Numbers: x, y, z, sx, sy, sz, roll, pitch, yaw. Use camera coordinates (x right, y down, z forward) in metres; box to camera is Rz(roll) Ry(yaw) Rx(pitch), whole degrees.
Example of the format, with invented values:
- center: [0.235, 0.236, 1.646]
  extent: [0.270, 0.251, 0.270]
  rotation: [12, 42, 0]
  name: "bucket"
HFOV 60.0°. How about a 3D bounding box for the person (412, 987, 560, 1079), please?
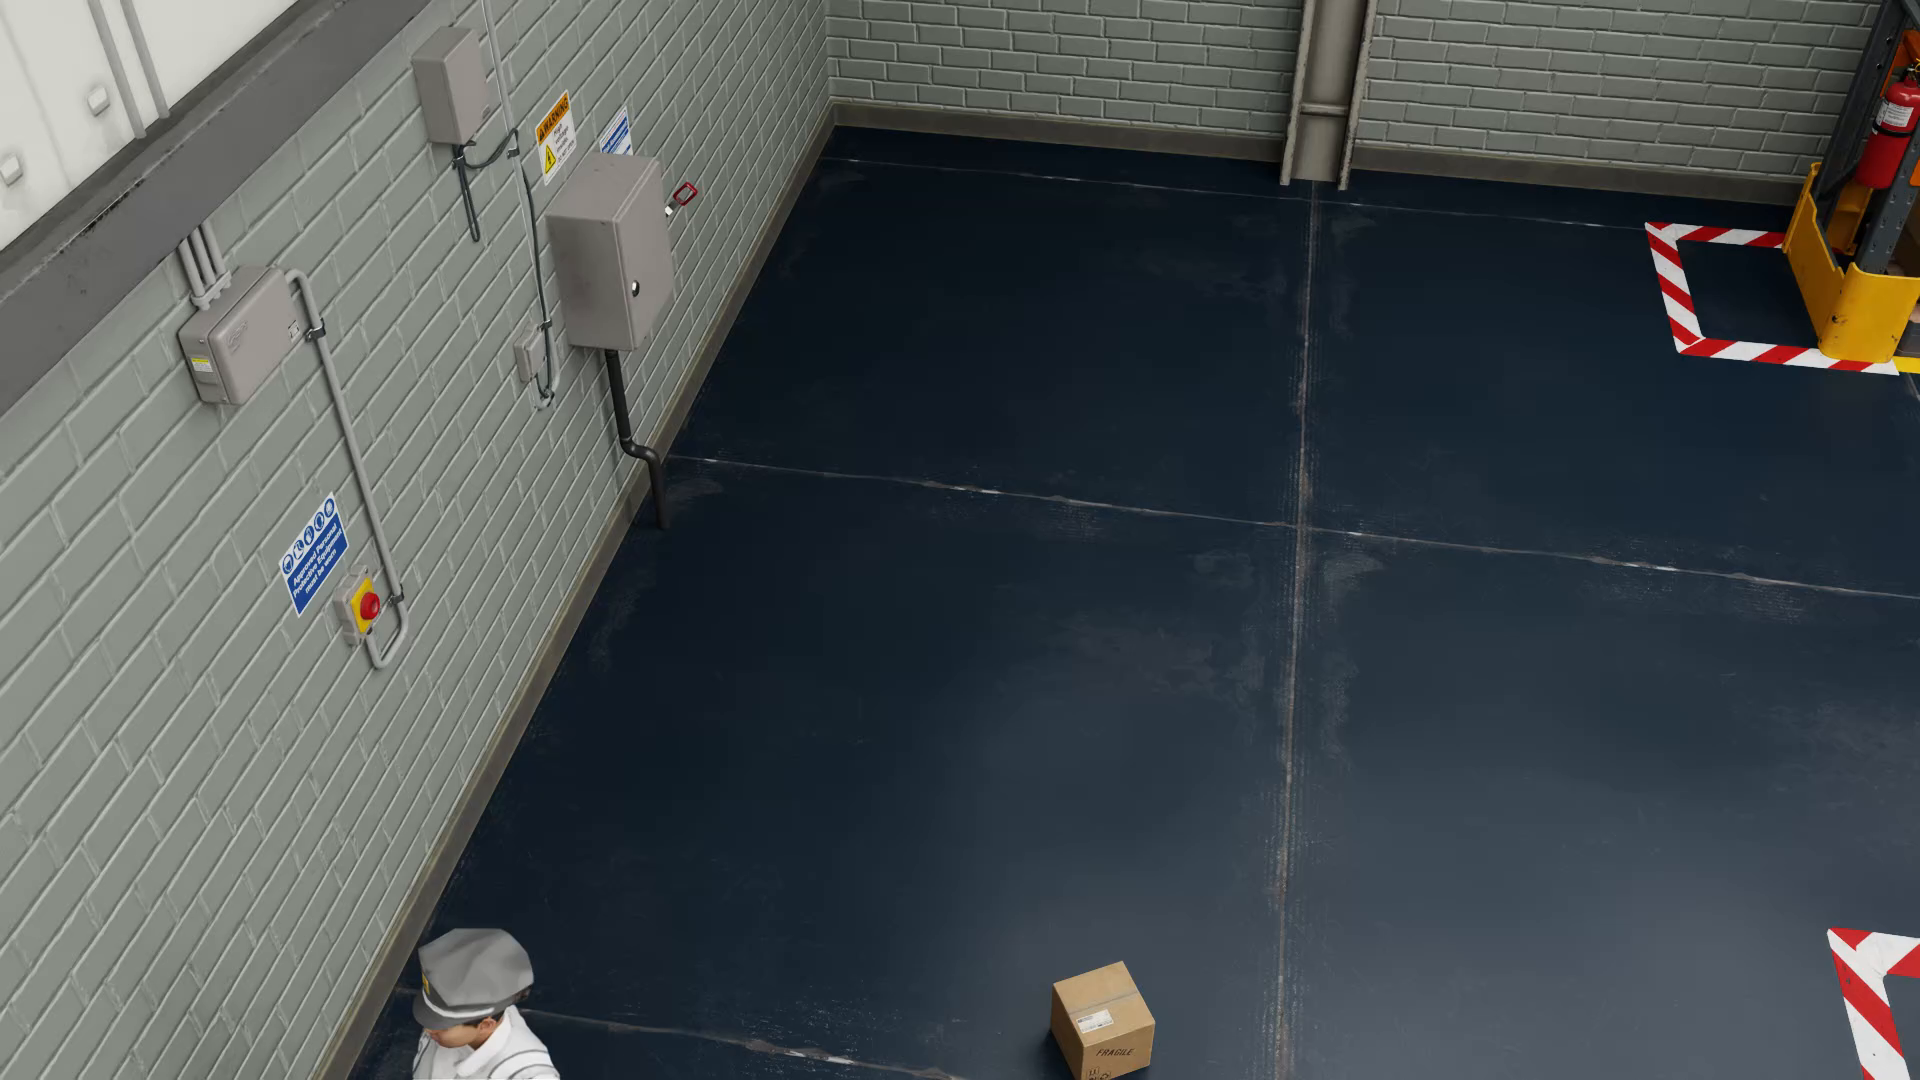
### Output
- center: [-1.166, 1.645, 4.315]
  extent: [0.357, 1.707, 0.470]
  rotation: [-29, 48, -29]
  name: "person"
